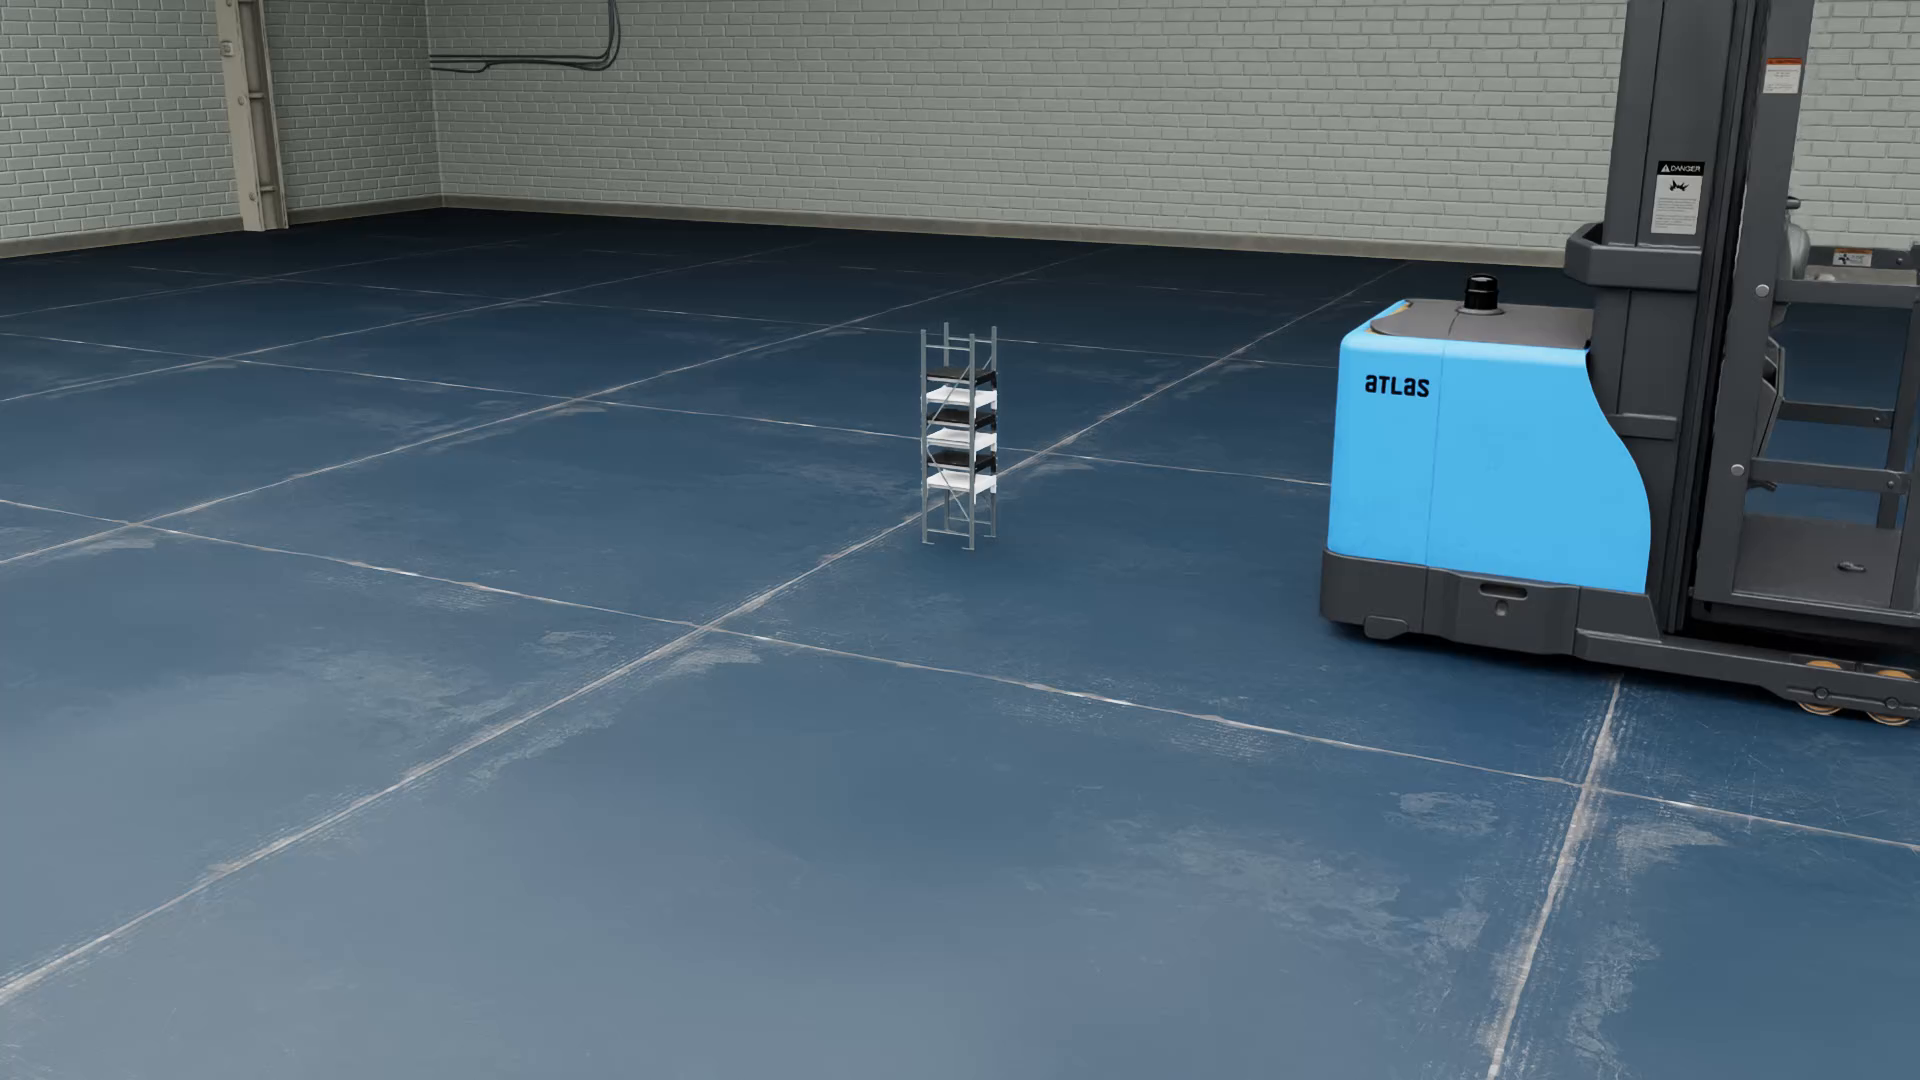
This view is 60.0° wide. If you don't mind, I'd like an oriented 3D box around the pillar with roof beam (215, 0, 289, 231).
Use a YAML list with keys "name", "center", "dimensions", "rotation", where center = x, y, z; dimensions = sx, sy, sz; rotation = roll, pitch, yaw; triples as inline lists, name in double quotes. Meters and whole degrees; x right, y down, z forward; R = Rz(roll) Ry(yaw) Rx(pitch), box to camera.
- name: "pillar with roof beam"
  center: [-4.066, -7.312, 15.837]
  dimensions: [9.100, 9.000, 0.400]
  rotation: [8, 18, 25]

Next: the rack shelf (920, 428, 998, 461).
- name: "rack shelf"
  center: [-0.004, -0.397, 6.899]
  dimensions: [0.258, 0.077, 0.200]
  rotation: [8, 18, 25]

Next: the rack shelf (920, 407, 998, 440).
- name: "rack shelf"
  center: [-0.004, -0.484, 6.873]
  dimensions: [0.258, 0.077, 0.200]
  rotation: [8, 18, 25]

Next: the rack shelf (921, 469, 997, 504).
- name: "rack shelf"
  center: [-0.004, -0.225, 6.950]
  dimensions: [0.258, 0.077, 0.200]
  rotation: [8, 18, 25]

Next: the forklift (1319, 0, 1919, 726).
- name: "forklift"
  center: [2.831, -1.008, 5.270]
  dimensions: [3.031, 2.935, 1.130]
  rotation: [8, 18, 25]

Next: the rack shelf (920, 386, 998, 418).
- name: "rack shelf"
  center: [-0.004, -0.570, 6.848]
  dimensions: [0.258, 0.077, 0.200]
  rotation: [8, 18, 25]

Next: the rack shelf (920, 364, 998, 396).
- name: "rack shelf"
  center: [-0.004, -0.656, 6.822]
  dimensions: [0.258, 0.077, 0.200]
  rotation: [8, 18, 25]

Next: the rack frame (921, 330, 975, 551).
- name: "rack frame"
  center: [-0.049, -0.403, 6.802]
  dimensions: [0.240, 0.900, 0.006]
  rotation: [8, 18, 25]

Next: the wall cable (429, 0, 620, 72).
- name: "wall cable"
  center: [-5.418, -6.953, 20.083]
  dimensions: [3.097, 2.526, 0.112]
  rotation: [8, 18, 25]

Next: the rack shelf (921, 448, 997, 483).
- name: "rack shelf"
  center: [-0.004, -0.311, 6.924]
  dimensions: [0.258, 0.077, 0.200]
  rotation: [8, 18, 25]

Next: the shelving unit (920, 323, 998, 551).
- name: "shelving unit"
  center: [-0.004, -0.429, 6.889]
  dimensions: [0.258, 0.900, 0.210]
  rotation: [8, 18, 25]

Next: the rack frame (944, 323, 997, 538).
- name: "rack frame"
  center: [0.042, -0.455, 6.976]
  dimensions: [0.240, 0.900, 0.006]
  rotation: [8, 18, 25]
